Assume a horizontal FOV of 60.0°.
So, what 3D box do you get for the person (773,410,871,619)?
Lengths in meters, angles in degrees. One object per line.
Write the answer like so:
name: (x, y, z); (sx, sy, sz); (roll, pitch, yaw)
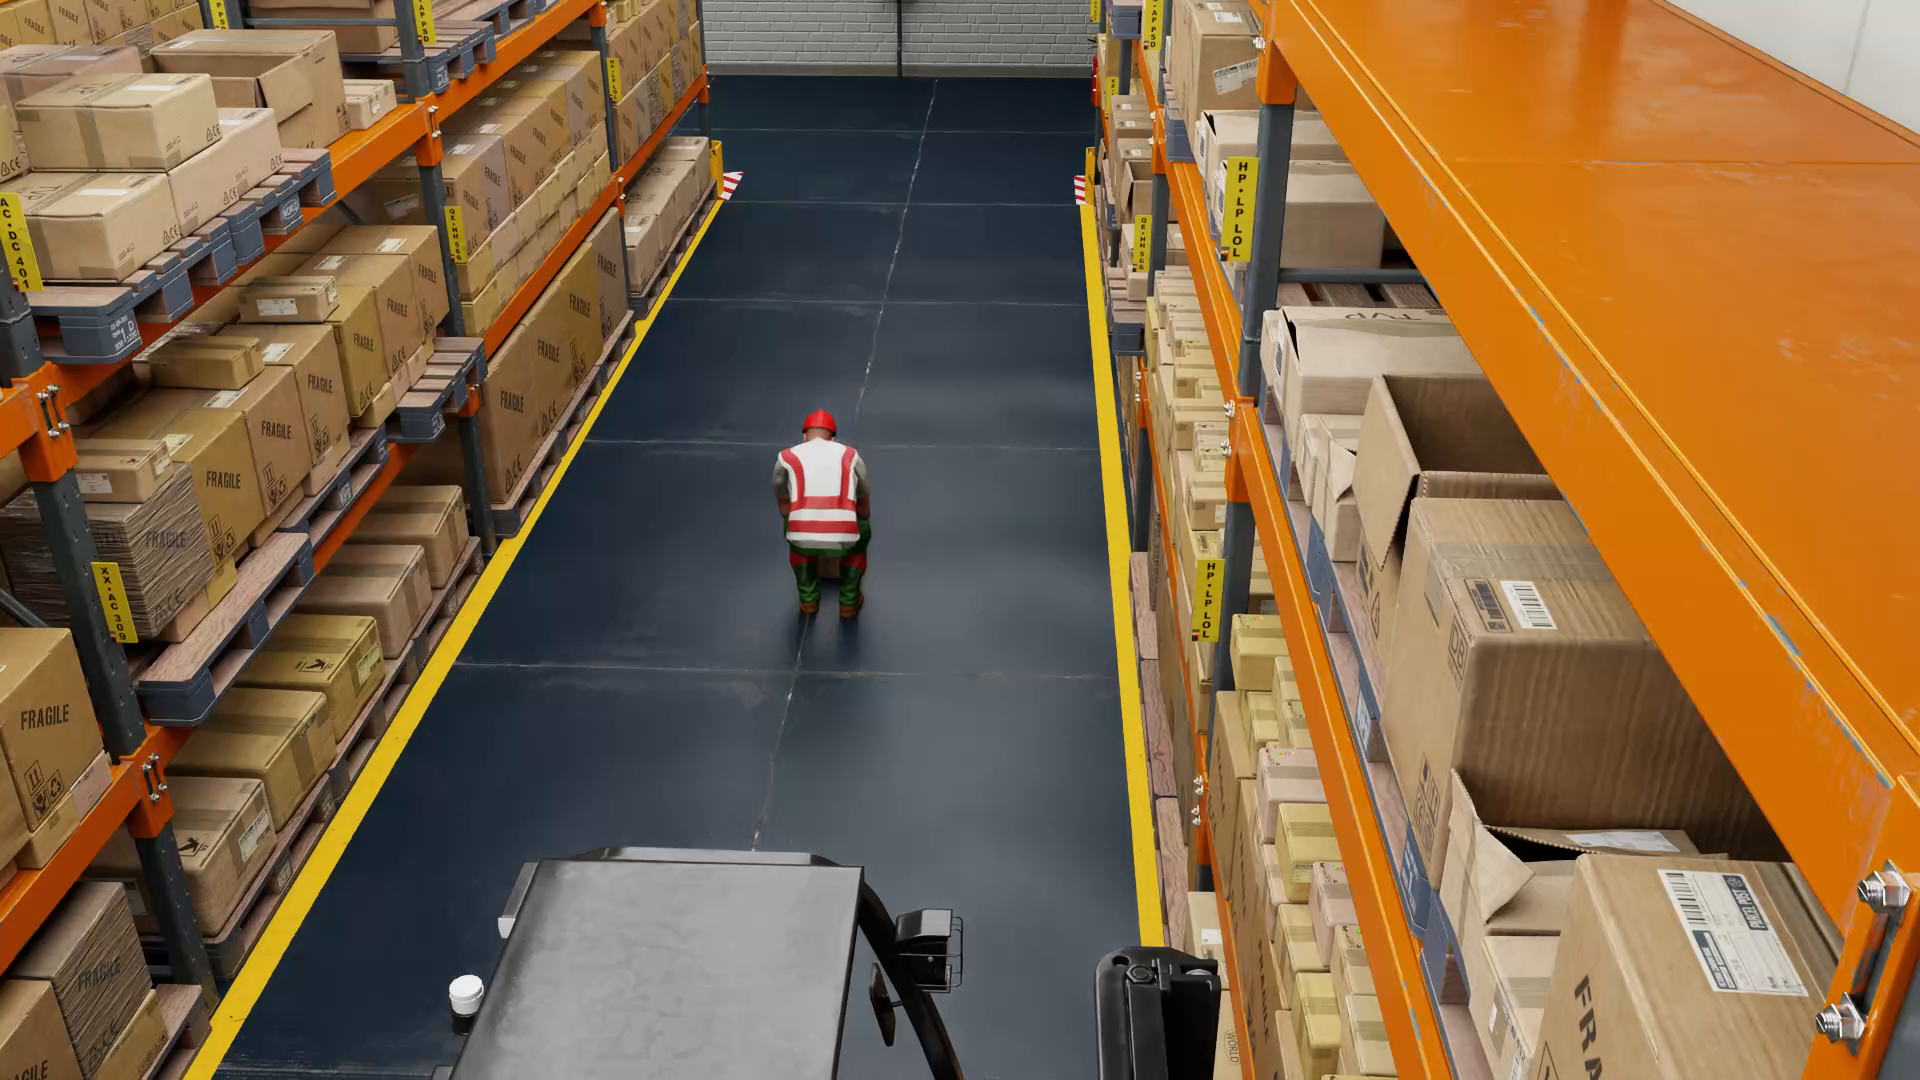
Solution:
person: (-0.803, -0.126, 9.616); (0.579, 1.065, 0.870); (1, 28, 2)
